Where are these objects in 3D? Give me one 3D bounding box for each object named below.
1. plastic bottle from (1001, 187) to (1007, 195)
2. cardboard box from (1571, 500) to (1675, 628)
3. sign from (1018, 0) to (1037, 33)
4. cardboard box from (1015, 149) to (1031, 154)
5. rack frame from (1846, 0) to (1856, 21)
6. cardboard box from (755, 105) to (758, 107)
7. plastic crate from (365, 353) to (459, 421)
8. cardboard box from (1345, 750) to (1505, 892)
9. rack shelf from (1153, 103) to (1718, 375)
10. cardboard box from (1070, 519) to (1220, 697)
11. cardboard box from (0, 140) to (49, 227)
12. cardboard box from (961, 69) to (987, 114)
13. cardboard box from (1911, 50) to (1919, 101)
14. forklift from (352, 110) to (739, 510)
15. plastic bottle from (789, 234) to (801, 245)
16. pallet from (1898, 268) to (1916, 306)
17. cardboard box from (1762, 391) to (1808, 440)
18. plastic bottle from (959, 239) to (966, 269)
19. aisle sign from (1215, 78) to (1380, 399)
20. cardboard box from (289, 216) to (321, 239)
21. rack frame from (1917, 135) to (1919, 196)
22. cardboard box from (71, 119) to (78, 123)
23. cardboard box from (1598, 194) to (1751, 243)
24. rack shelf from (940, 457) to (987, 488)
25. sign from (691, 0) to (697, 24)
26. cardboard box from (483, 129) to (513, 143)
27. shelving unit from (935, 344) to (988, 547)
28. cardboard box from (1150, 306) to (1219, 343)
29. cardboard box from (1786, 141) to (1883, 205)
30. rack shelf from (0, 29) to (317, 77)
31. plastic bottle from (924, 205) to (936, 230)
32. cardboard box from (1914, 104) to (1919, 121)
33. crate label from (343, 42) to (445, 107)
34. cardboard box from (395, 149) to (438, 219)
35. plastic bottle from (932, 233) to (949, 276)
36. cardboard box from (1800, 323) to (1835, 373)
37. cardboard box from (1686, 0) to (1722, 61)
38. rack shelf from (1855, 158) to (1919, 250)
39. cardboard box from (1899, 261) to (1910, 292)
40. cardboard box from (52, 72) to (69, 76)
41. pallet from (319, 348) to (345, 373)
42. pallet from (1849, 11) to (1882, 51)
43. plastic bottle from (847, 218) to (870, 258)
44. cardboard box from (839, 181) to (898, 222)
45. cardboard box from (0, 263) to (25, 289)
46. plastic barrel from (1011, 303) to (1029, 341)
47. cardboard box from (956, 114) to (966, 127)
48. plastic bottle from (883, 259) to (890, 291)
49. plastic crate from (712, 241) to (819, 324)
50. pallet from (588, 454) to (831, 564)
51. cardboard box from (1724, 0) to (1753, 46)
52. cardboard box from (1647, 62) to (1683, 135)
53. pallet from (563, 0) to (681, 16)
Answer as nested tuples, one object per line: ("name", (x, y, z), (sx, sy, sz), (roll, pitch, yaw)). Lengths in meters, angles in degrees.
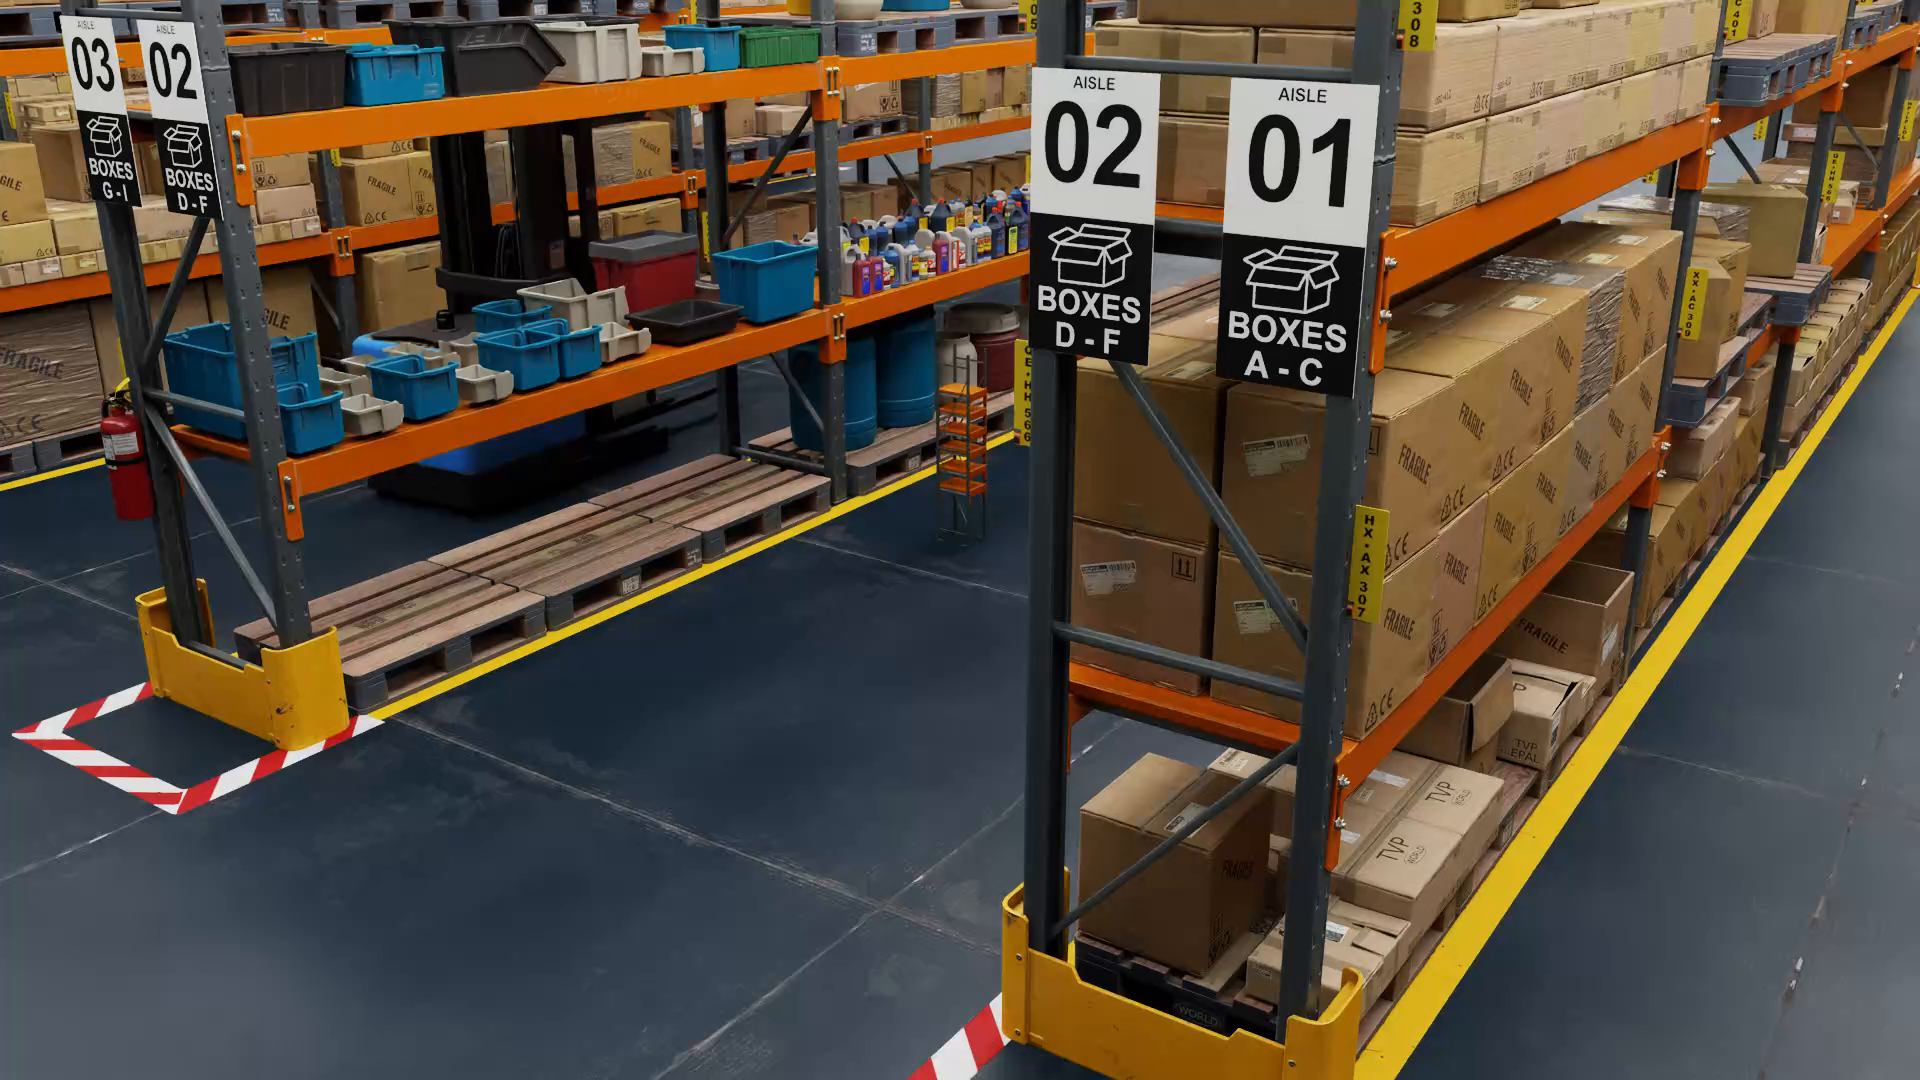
("plastic bottle", (0.324, -2.694, 13.392), (0.061, 0.283, 0.133), (13, 24, 32))
("cardboard box", (3.376, 0.094, 8.655), (0.500, 0.500, 0.500), (12, 23, 29))
("sign", (0.206, -1.569, 4.582), (0.100, 0.325, 0.005), (13, 24, 32))
("cardboard box", (1.093, -5.005, 22.470), (0.500, 0.500, 0.500), (19, 28, 42))
("rack frame", (5.151, -4.742, 10.113), (1.000, 3.000, 0.127), (13, 24, 32))
("cardboard box", (-2.325, -4.526, 17.766), (0.396, 0.266, 0.258), (12, 24, 30))
("plastic crate", (-2.659, -0.745, 8.110), (0.416, 0.233, 0.300), (13, 24, 32))
("cardboard box", (1.757, 1.063, 6.397), (0.500, 0.250, 0.500), (13, 24, 32))
("rack shelf", (1.778, -1.276, 6.104), (1.077, 0.370, 4.000), (13, 24, 32))
("cardboard box", (0.681, 0.139, 5.422), (0.500, 0.500, 0.500), (14, 25, 33))
("cardboard box", (-6.476, -2.365, 11.041), (0.500, 0.500, 0.500), (13, 24, 30))
("cardboard box", (-0.177, -5.449, 20.099), (0.875, 0.500, 0.500), (13, 24, 32))
("cardboard box", (8.772, -4.435, 15.918), (0.700, 0.500, 0.500), (13, 24, 32))
("forklift", (-2.768, -2.031, 11.531), (1.130, 2.935, 3.031), (11, 23, 28))
("plastic bottle", (-1.145, -1.944, 11.365), (0.061, 0.283, 0.133), (13, 24, 32))
("pallet", (9.253, -2.688, 17.227), (1.003, 0.211, 1.213), (13, 24, 32))
("cardboard box", (5.689, -0.928, 11.809), (0.500, 0.250, 0.500), (13, 24, 32))
("plastic bottle", (-0.008, -2.006, 11.652), (0.097, 0.201, 0.097), (0, 20, 0))
("aisle sign", (0.859, -0.775, 4.289), (0.394, 0.787, 0.004), (13, 24, 32))
("cardboard box", (-5.189, -2.444, 12.911), (0.380, 0.149, 0.250), (13, 24, 32))
("rack frame", (9.648, -4.223, 17.359), (1.000, 3.000, 0.127), (13, 24, 32))
("cardboard box", (-8.587, -4.026, 16.154), (0.380, 0.149, 0.250), (13, 24, 31))
("cardboard box", (4.218, -1.744, 9.907), (0.500, 0.500, 0.700), (-19, 28, -41))
("rack shelf", (0.008, -0.413, 10.125), (0.258, 0.103, 0.180), (13, 24, 32))
("sign", (-1.646, -3.266, 10.435), (0.100, 0.325, 0.005), (13, 24, 32))
("cardboard box", (-4.204, -3.792, 14.602), (0.797, 0.503, 0.637), (14, 25, 34))
("shelving unit", (0.008, -0.567, 10.068), (0.258, 1.200, 0.189), (13, 24, 32))
("cardboard box", (0.960, -0.475, 5.640), (0.500, 0.500, 0.500), (14, 25, 33))
("cardboard box", (7.644, -3.251, 14.586), (0.700, 0.500, 0.500), (13, 24, 30))
("rack shelf", (-6.412, -3.209, 11.330), (1.077, 0.370, 4.000), (13, 24, 32))
("plastic bottle", (-0.233, -2.378, 12.549), (0.152, 0.276, 0.135), (13, 24, 32))
("cardboard box", (9.011, -4.132, 16.032), (0.380, 0.149, 0.250), (14, 25, 33))
("crate label", (-2.654, -2.139, 7.613), (0.408, 0.251, 0.502), (13, 24, 32))
("cardboard box", (-4.541, -2.988, 13.875), (0.500, 0.500, 0.500), (13, 24, 32))
("plastic bottle", (-0.134, -1.970, 11.434), (0.061, 0.283, 0.133), (13, 24, 32))
("cardboard box", (6.266, -1.490, 12.518), (0.500, 0.311, 0.500), (13, 24, 30))
("cardboard box", (2.854, -2.159, 6.949), (0.500, 0.250, 0.500), (13, 24, 32))
("rack shelf", (8.524, -3.312, 15.932), (1.077, 0.370, 4.000), (13, 24, 32))
("cardboard box", (9.041, -2.630, 16.408), (0.500, 0.250, 0.500), (13, 24, 32))
("cardboard box", (-11.310, -6.110, 20.874), (0.500, 0.500, 0.500), (13, 24, 30))
("pallet", (-4.917, -1.642, 14.399), (1.003, 0.211, 1.213), (13, 24, 32))
("pallet", (5.459, -3.458, 11.239), (1.213, 0.211, 1.003), (15, 25, 34))
("plastic bottle", (-0.723, -2.077, 11.627), (0.144, 0.351, 0.185), (13, 24, 32))
("cardboard box", (-1.154, -3.871, 19.374), (0.700, 0.500, 0.500), (11, 23, 28))
("cardboard box", (-6.488, -1.781, 11.117), (0.380, 0.149, 0.250), (13, 24, 31))
("plastic barrel", (0.552, -1.602, 13.253), (0.421, 0.512, 0.421), (0, 20, 0))
("cardboard box", (-0.152, -5.040, 19.929), (0.380, 0.149, 0.250), (13, 24, 32))
("plastic bottle", (-0.508, -1.751, 10.962), (0.097, 0.201, 0.097), (0, 20, 0))
("plastic crate", (-1.172, -1.568, 10.116), (0.392, 0.384, 0.575), (13, 24, 32))
("pallet", (-1.573, -0.221, 10.558), (1.003, 0.211, 1.213), (13, 24, 32))
("cardboard box", (3.604, -2.804, 8.305), (0.600, 0.600, 0.600), (13, 24, 31))
("cardboard box", (2.560, -1.784, 6.657), (0.500, 0.250, 0.500), (13, 24, 32))
("pallet", (-3.358, -4.984, 15.364), (1.213, 0.211, 1.003), (15, 25, 34))
